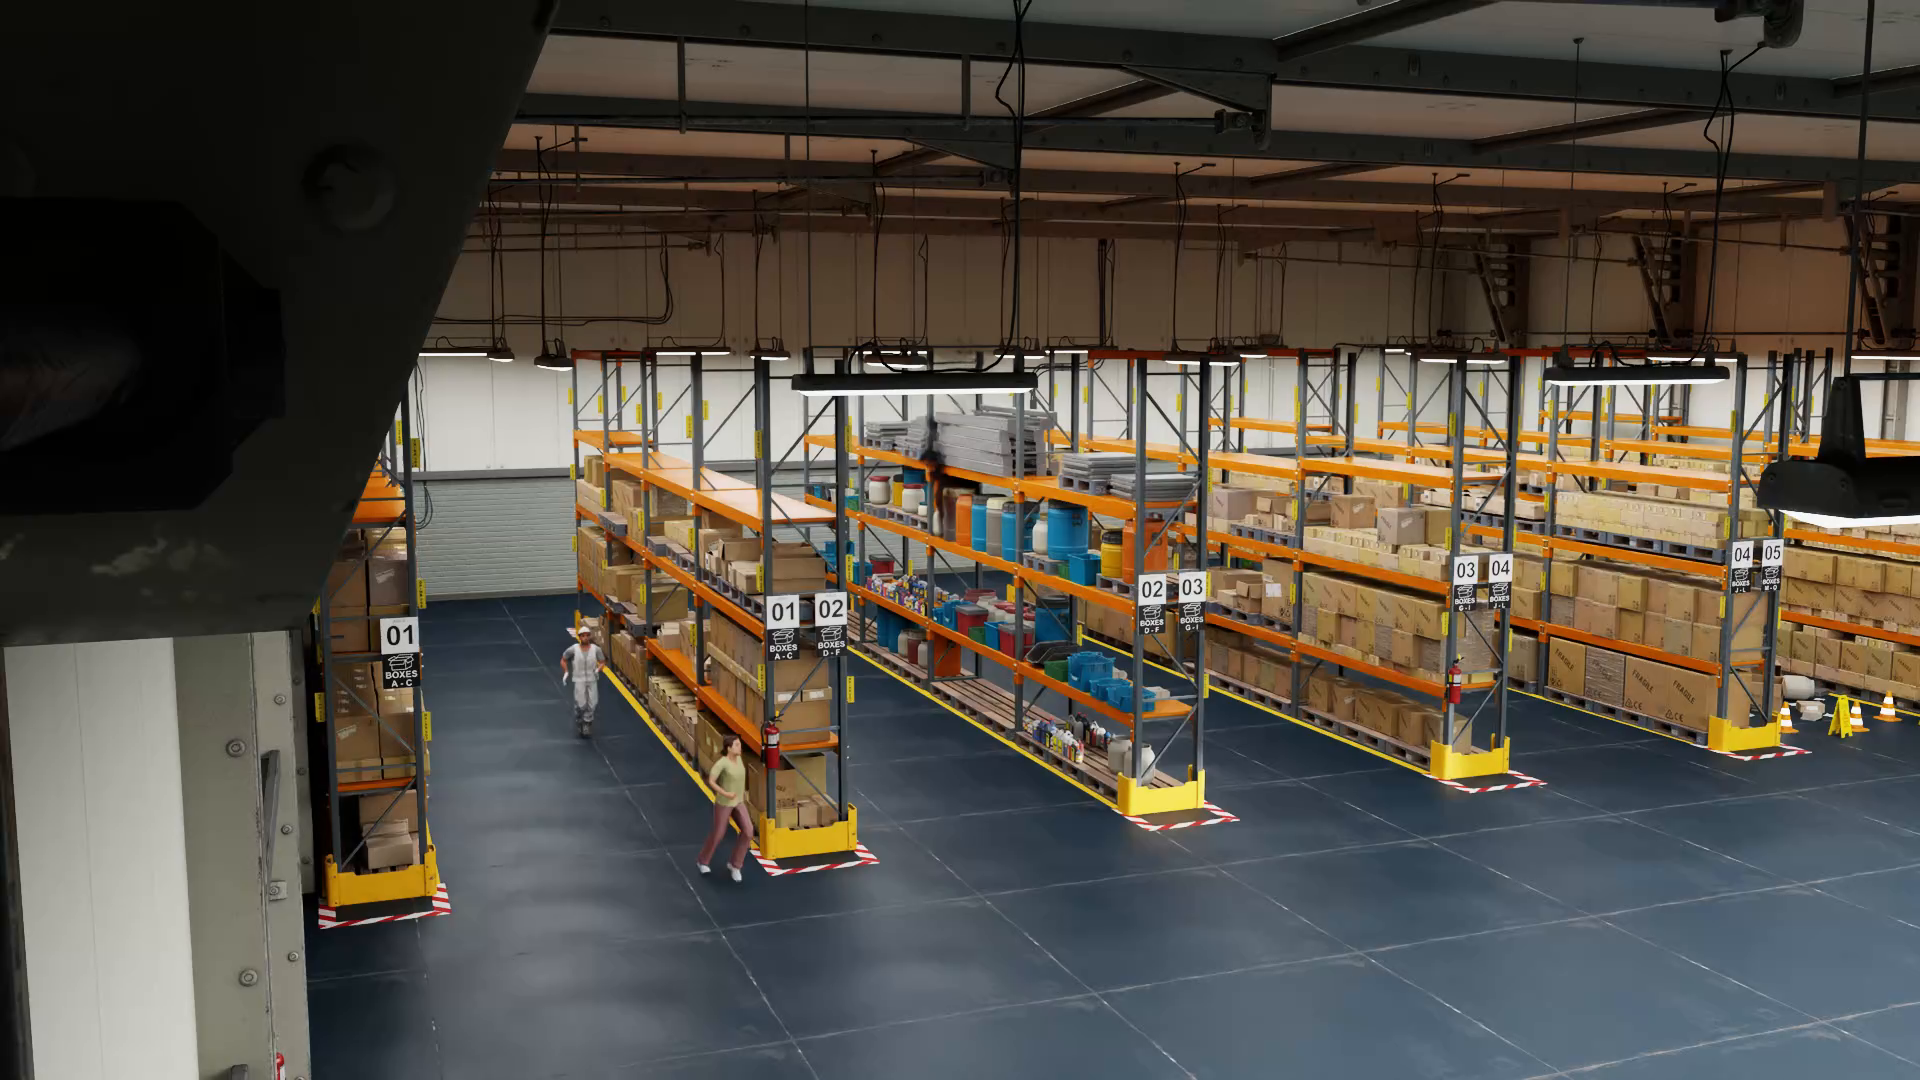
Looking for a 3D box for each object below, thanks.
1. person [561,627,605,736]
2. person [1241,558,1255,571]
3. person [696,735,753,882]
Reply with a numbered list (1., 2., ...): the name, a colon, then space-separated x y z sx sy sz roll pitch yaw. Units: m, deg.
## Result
1. person: -5.857 2.227 25.993 0.664 1.739 0.603 -3 8 -23
2. person: 7.268 0.217 42.023 0.661 1.750 0.640 -2 7 -16
3. person: -2.696 3.118 19.472 0.694 1.656 0.640 6 9 41
